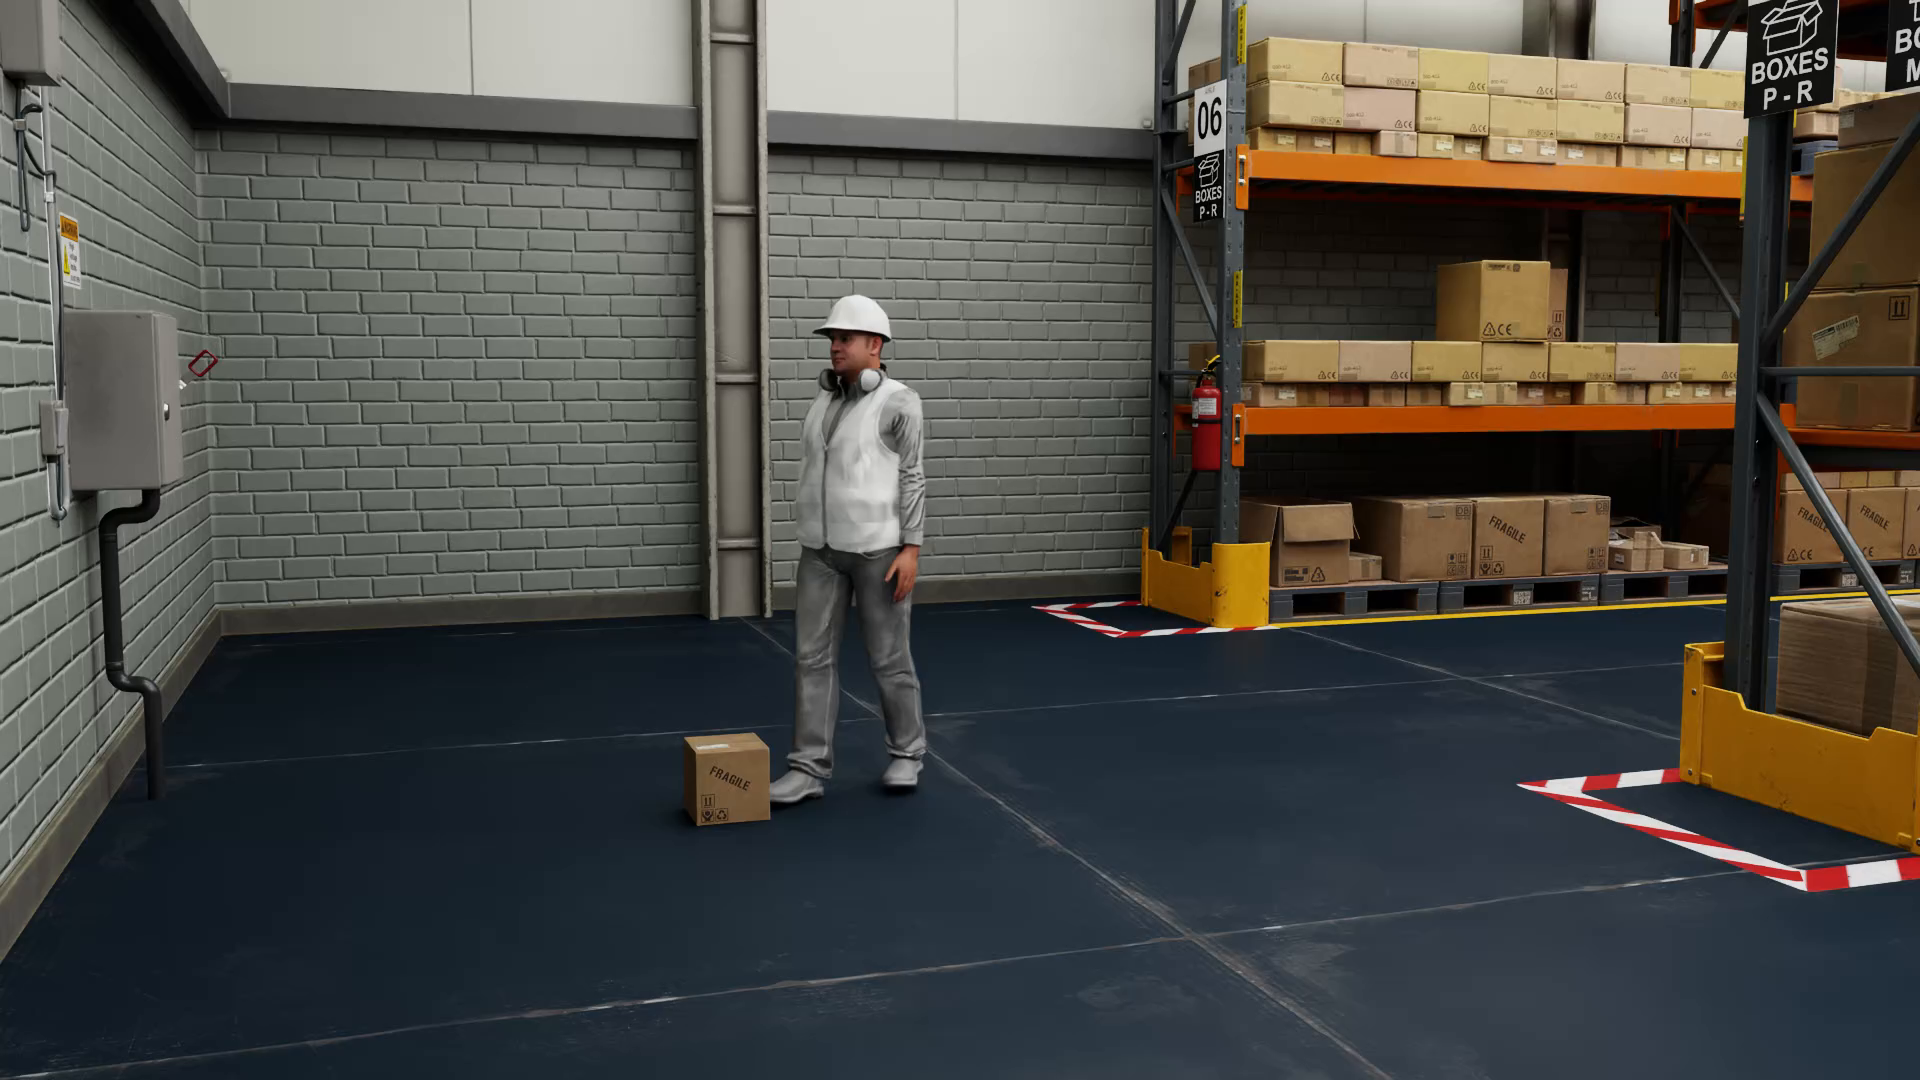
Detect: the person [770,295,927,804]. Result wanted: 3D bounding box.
[{"bbox_3d":[-0.379,0.028,5.853,0.532,1.769,0.690,4,7,32],"label":"person"}]
